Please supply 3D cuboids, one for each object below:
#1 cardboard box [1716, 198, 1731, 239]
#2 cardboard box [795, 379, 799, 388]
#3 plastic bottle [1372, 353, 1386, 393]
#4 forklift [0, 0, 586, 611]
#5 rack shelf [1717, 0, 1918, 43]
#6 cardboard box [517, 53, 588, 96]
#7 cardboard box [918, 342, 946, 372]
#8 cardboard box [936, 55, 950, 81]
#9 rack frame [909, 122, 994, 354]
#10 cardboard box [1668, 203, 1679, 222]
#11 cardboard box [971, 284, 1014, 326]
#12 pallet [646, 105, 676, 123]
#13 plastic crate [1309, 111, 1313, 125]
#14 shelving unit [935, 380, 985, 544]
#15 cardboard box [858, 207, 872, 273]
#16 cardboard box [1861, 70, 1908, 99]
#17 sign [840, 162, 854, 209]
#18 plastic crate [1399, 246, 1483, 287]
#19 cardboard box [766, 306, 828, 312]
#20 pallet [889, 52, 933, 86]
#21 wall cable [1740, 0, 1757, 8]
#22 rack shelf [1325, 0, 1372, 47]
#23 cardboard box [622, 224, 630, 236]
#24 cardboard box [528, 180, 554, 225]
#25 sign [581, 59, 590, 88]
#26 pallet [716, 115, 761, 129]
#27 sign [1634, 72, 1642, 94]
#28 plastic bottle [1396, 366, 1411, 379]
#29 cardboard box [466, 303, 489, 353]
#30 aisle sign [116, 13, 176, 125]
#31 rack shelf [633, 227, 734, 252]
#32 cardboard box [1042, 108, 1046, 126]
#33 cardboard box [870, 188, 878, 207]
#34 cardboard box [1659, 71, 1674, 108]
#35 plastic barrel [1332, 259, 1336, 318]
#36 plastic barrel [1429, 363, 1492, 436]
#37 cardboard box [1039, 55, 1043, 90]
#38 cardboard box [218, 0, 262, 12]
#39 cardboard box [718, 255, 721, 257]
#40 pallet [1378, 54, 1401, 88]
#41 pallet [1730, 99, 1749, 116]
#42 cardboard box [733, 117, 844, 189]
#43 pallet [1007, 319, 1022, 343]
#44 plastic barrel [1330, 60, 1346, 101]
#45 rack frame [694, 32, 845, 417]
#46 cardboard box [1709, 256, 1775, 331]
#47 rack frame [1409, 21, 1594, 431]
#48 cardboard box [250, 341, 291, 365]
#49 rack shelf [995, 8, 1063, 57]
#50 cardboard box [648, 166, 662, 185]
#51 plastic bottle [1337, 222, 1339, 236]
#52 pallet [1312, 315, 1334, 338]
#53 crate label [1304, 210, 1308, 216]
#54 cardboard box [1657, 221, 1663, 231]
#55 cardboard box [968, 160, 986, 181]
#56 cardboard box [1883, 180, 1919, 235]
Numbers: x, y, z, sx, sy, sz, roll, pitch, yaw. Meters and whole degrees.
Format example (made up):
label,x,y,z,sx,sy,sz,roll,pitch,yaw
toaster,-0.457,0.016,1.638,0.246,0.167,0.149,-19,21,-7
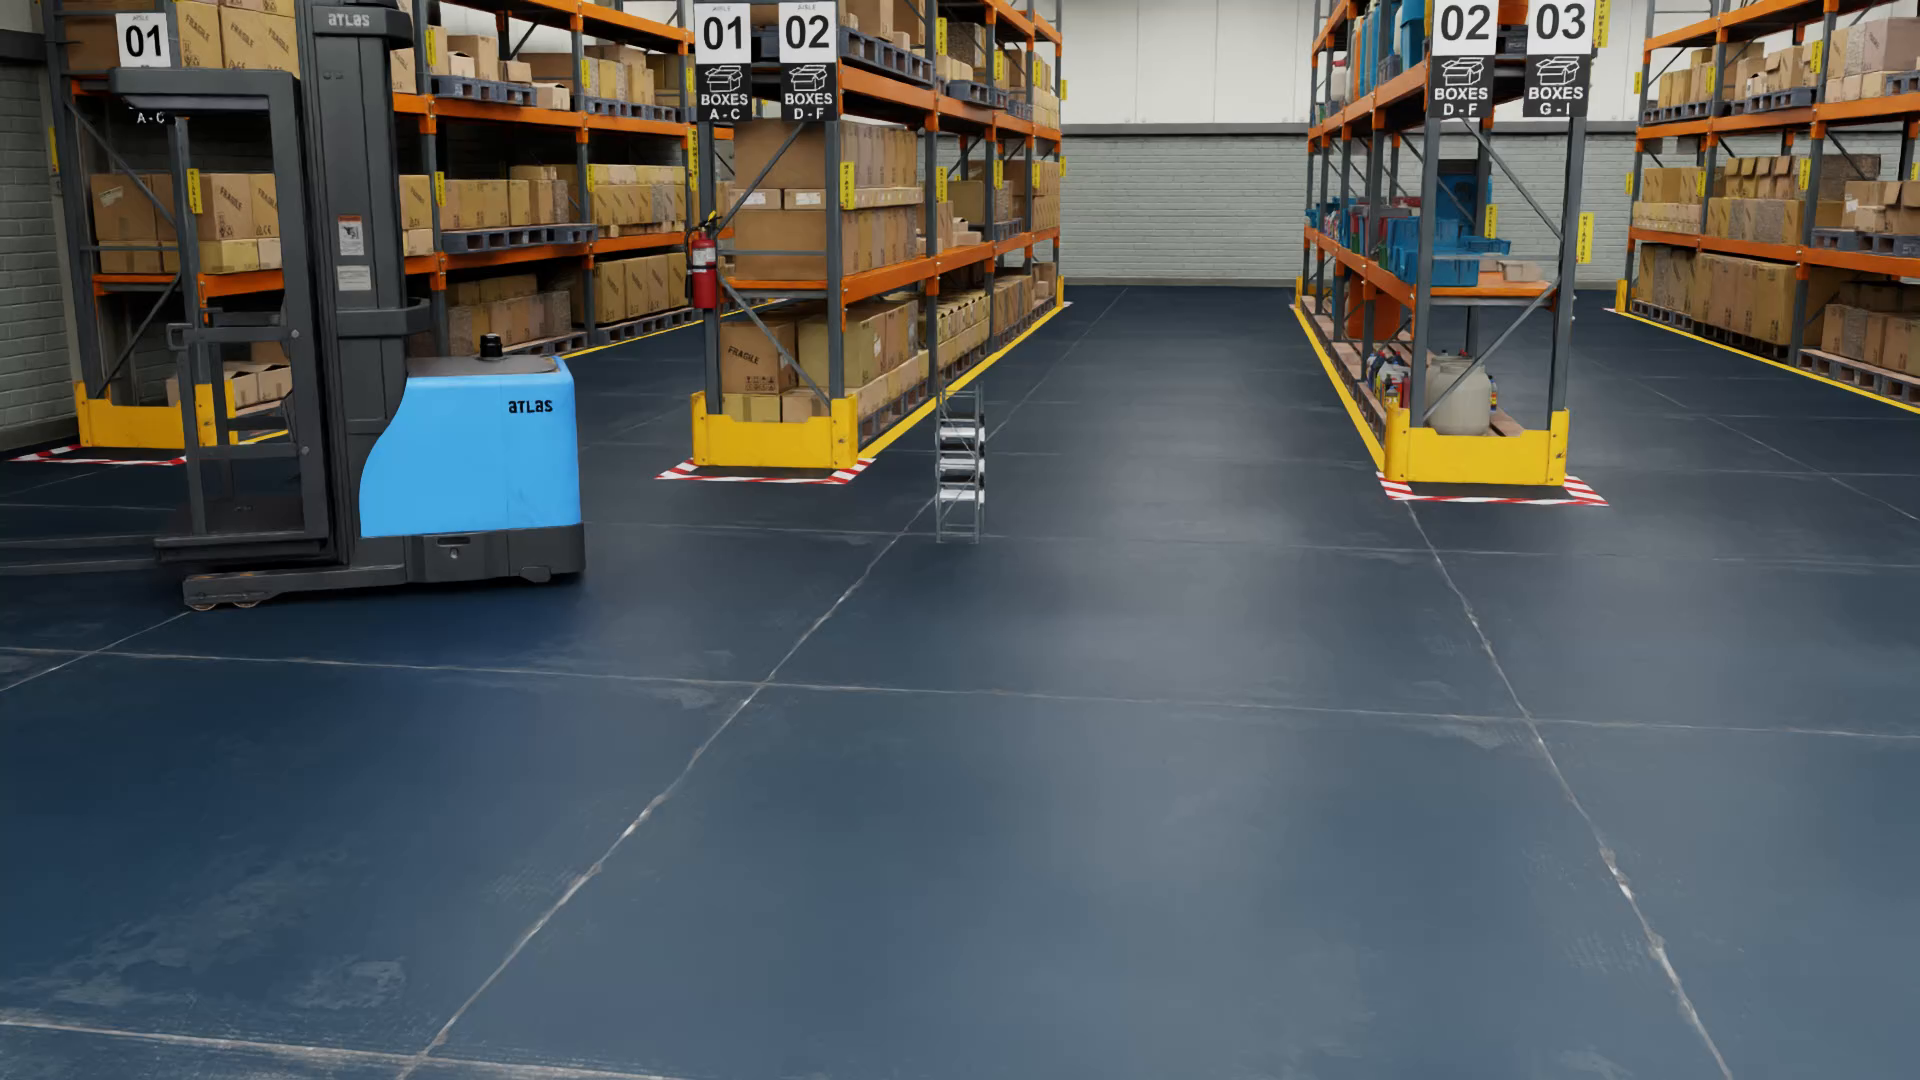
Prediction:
label,x,y,z,sx,sy,sz,roll,pitch,yaw
cardboard box,9.904,-4.063,20.988,0.500,0.500,0.500,2,12,9
cardboard box,-1.480,-1.117,13.086,0.500,0.250,0.500,2,12,9
plastic bottle,3.611,-1.428,14.242,0.144,0.351,0.185,1,12,6
forklift,-3.486,-1.219,8.195,3.031,2.935,1.130,-4,13,-16
rack shelf,9.991,-6.175,19.445,1.077,0.370,4.000,2,12,9
cardboard box,-4.984,-5.686,20.357,0.700,0.500,0.500,1,12,4
cardboard box,-0.413,-1.800,16.255,0.500,0.250,0.500,2,12,7
cardboard box,-0.366,-4.857,17.150,0.500,0.250,0.500,1,12,4
rack frame,-0.105,-3.695,19.521,1.000,3.000,0.127,2,12,9
cardboard box,10.262,-4.593,23.335,0.500,0.250,0.500,2,12,10
cardboard box,0.405,-2.987,21.125,0.500,0.500,0.500,2,12,8
pallet,-4.477,-5.868,22.937,0.805,0.209,1.217,1,12,6
plastic crate,5.685,-6.531,25.867,0.497,0.269,0.590,2,12,9
shelving unit,0.001,-0.442,9.406,0.258,0.900,0.210,2,12,9
cardboard box,-1.093,-2.388,13.218,0.700,0.500,0.500,2,12,9
cardboard box,9.210,-4.463,16.318,0.500,0.250,0.500,2,12,10
sign,-0.788,-2.473,11.604,0.100,0.325,0.005,2,12,9
plastic crate,3.340,-1.910,11.589,0.499,0.251,0.616,2,12,9
cardboard box,-1.329,-1.692,13.973,0.500,0.500,0.500,2,12,9
pallet,-0.826,-4.107,14.522,1.003,0.211,1.213,2,12,9
wall cable,15.189,-10.610,29.728,2.277,5.999,0.120,2,12,9
rack shelf,5.096,-6.336,20.190,1.077,0.370,4.000,2,12,9
cardboard box,-4.550,-4.072,21.816,0.380,0.149,0.250,2,12,10
cardboard box,-5.122,-3.904,19.205,0.700,0.500,0.500,1,12,3
sign,-4.464,-5.556,19.808,0.100,0.325,0.005,2,12,9
pallet,-3.874,-6.789,26.964,1.003,0.211,1.213,2,12,9
sign,10.366,-6.991,25.428,0.100,0.325,0.005,2,12,9
plastic bottle,3.695,-1.303,13.841,0.152,0.276,0.135,2,12,9
cardboard box,-5.489,-2.279,17.835,0.700,0.500,0.500,2,12,8
aisle sign,-5.945,-3.436,12.146,0.394,0.787,0.004,2,12,9
rack shelf,-4.077,-4.752,26.133,1.077,0.370,4.000,2,12,9
cardboard box,0.989,-6.222,24.482,0.500,0.250,0.500,2,12,9
cardboard box,-0.866,-2.739,13.305,0.380,0.149,0.250,2,12,8
cardboard box,10.681,-6.585,24.338,0.700,0.500,0.500,1,12,7
plastic barrel,5.304,-3.434,22.290,0.600,0.901,0.708,2,12,9
plastic barrel,3.584,-0.997,11.910,0.421,0.512,0.421,0,12,0
cardboard box,0.835,-6.838,24.373,0.700,0.500,0.500,2,12,9
cardboard box,-5.804,-4.379,12.913,0.500,0.500,0.500,2,12,8
cardboard box,-4.073,-4.547,26.868,0.380,0.149,0.250,2,12,9
pallet,4.159,-3.922,13.901,1.213,0.211,1.003,2,12,9
pallet,10.206,-5.387,20.702,0.805,0.209,1.217,1,12,6
cardboard box,-1.243,-2.821,12.146,0.700,0.500,0.500,2,12,9
pallet,0.237,-2.740,21.705,1.003,0.211,1.213,2,12,9
plastic barrel,5.075,-6.003,21.791,0.433,0.535,0.433,0,12,0
rack frame,-1.335,-2.030,11.793,1.000,3.000,0.127,2,12,9
cardboard box,10.083,-3.053,20.586,1.225,0.875,0.875,1,12,7
rack frame,3.559,-1.869,11.045,1.000,3.000,0.127,2,12,9
cardboard box,-5.785,-1.594,14.658,0.700,0.500,0.500,1,12,5
rack shelf,0.818,-7.524,24.760,1.077,0.370,4.000,2,12,9
cardboard box,-4.371,-4.941,22.528,0.500,0.250,0.500,2,12,10
plastic bottle,4.531,-3.681,19.760,0.097,0.271,0.097,0,12,0
pallet,5.244,-2.844,22.191,1.003,0.211,1.213,2,12,9
crate label,5.656,-5.106,26.322,0.416,0.233,0.303,2,12,9
cardboard box,10.297,-4.533,24.002,0.380,0.149,0.250,2,12,7
cardboard box,0.332,-5.179,23.796,0.500,0.500,0.500,2,12,9
cardboard box,9.243,-3.161,15.797,0.797,0.503,0.637,3,13,14
